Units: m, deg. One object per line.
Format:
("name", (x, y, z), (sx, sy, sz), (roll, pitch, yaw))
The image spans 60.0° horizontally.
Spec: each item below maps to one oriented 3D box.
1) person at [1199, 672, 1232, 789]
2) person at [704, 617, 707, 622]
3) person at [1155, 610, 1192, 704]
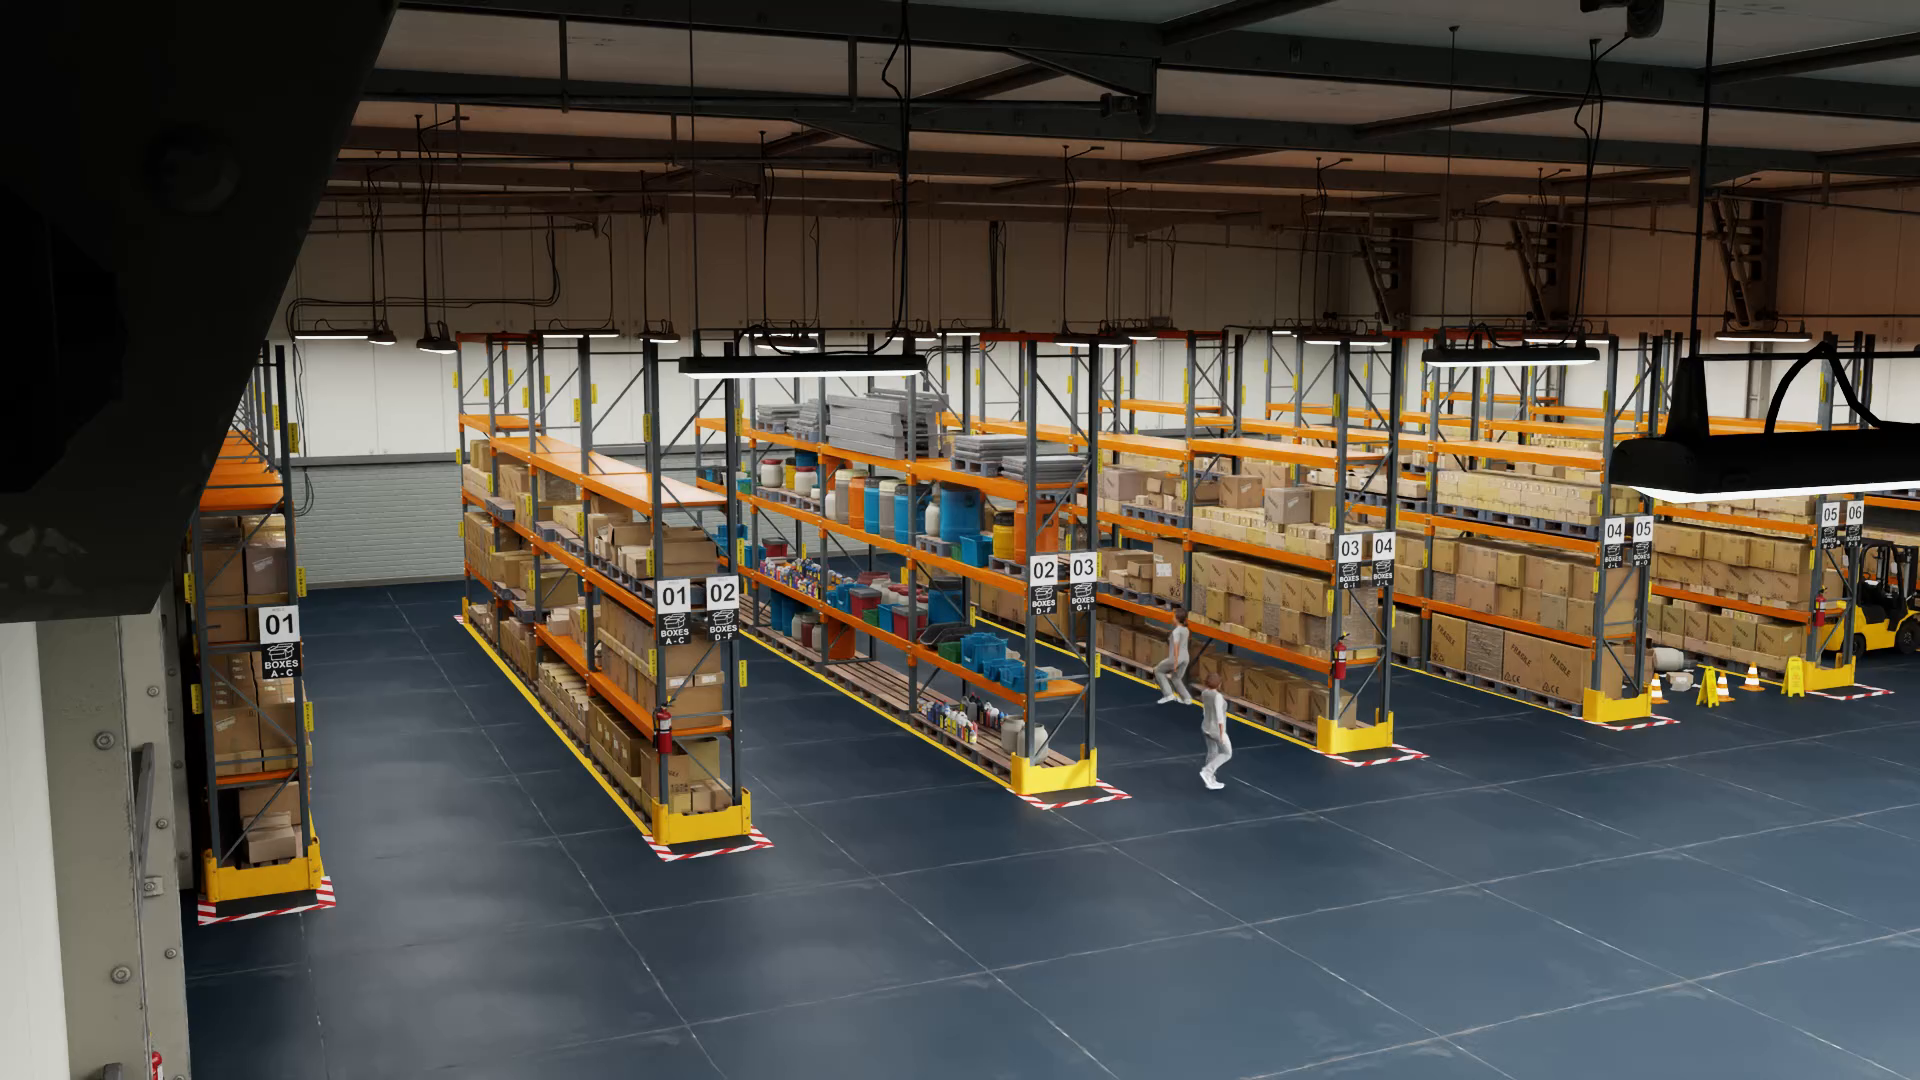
("person", (3.345, 2.551, 22.136), (0.471, 1.596, 0.428), (-4, 9, -29))
("person", (-5.183, 0.914, 34.354), (0.397, 1.598, 0.457), (4, 8, 24))
("person", (3.431, 1.847, 26.111), (0.452, 1.514, 0.697), (-5, 9, -31))
